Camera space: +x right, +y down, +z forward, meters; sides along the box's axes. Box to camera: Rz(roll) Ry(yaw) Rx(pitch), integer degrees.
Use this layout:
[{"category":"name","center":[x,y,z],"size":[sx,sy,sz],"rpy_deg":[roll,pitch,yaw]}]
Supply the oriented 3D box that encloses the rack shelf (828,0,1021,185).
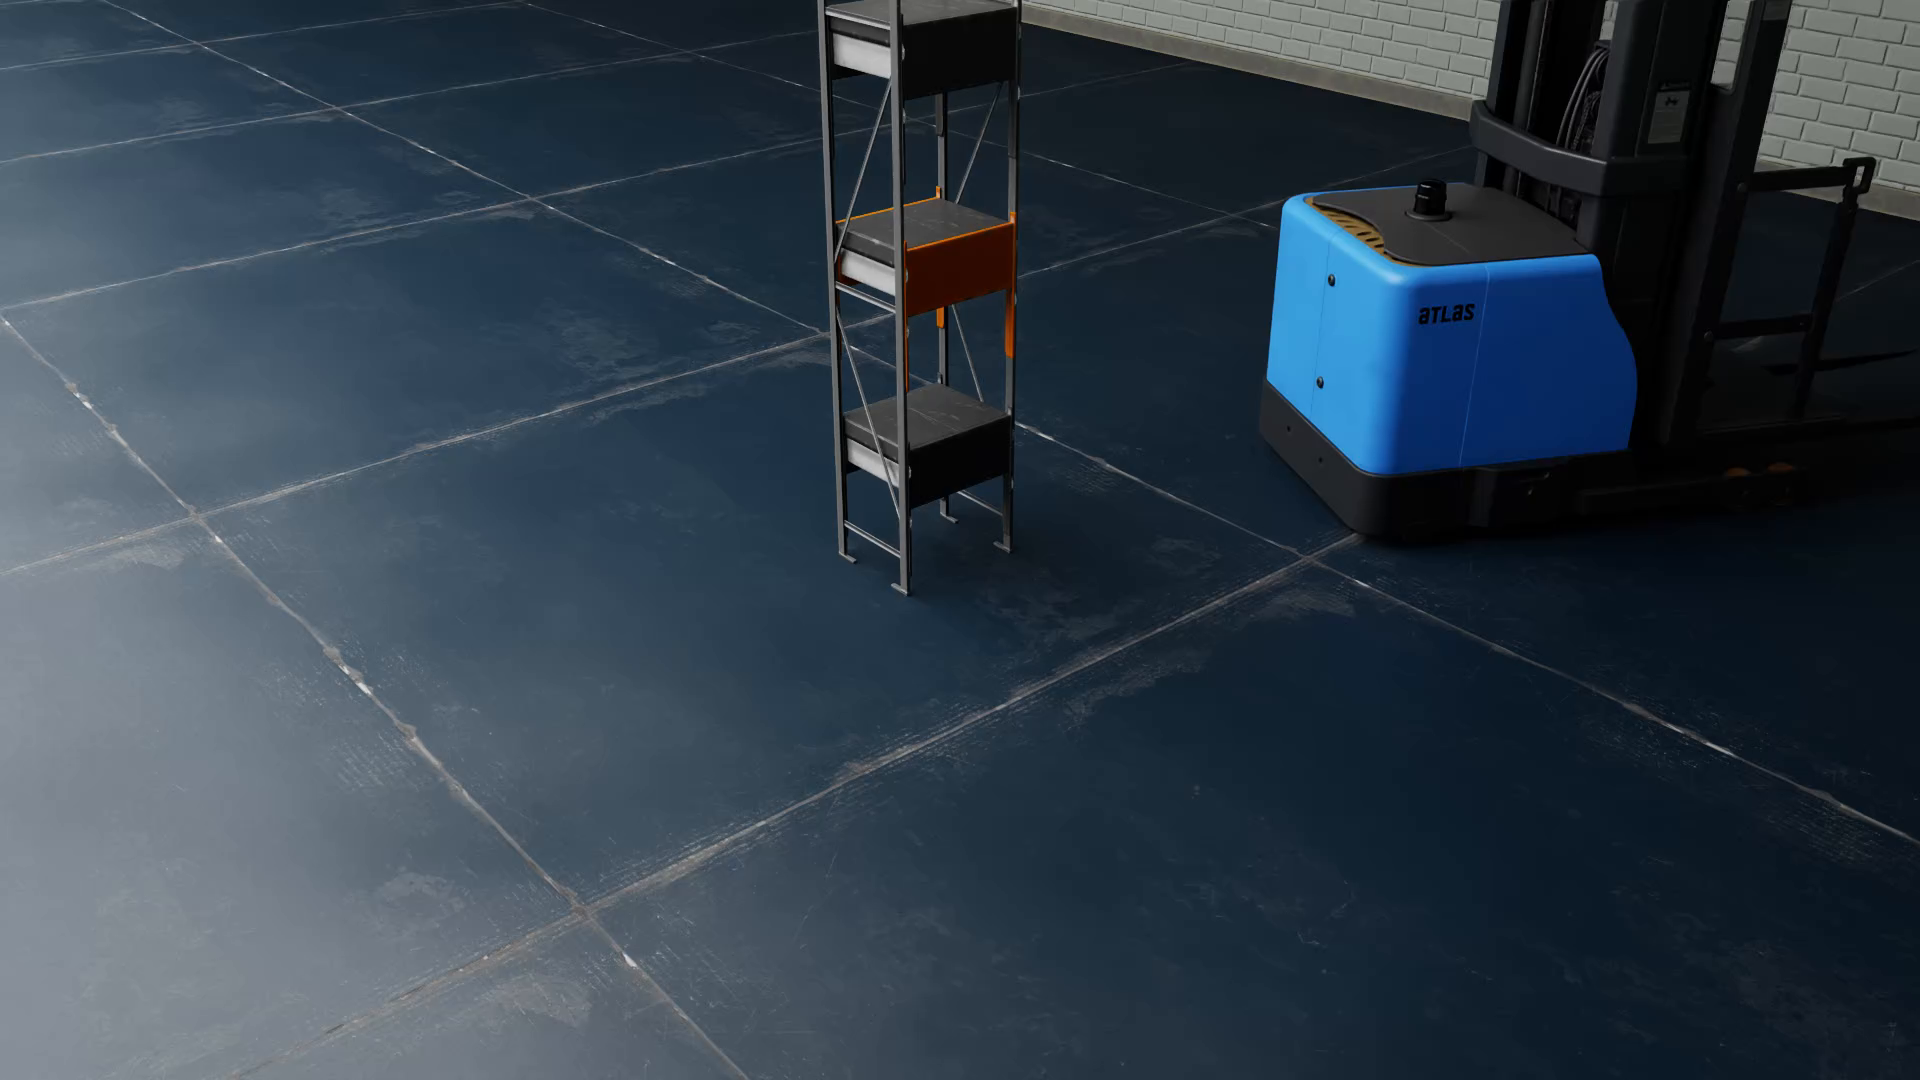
[{"category":"rack shelf","center":[-0.126,-1.481,5.337],"size":[0.480,0.518,0.431],"rpy_deg":[-22,35,-35]}]

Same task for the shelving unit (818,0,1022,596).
[{"category":"shelving unit","center":[-0.126,-0.875,5.660],"size":[0.503,2.100,0.431],"rpy_deg":[-22,35,-35]}]

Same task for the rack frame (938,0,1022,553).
[{"category":"rack frame","center":[0.060,-0.950,5.800],"size":[0.015,2.100,0.400],"rpy_deg":[-22,35,-35]}]

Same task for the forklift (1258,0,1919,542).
[{"category":"forklift","center":[2.818,-1.641,6.212],"size":[3.031,2.935,1.130],"rpy_deg":[-6,29,-12]}]

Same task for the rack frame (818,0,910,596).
[{"category":"rack frame","center":[-0.312,-0.801,5.521],"size":[0.015,2.100,0.400],"rpy_deg":[-22,35,-35]}]

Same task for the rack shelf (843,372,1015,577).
[{"category":"rack shelf","center":[-0.126,-0.246,5.997],"size":[0.480,0.518,0.431],"rpy_deg":[-22,35,-35]}]

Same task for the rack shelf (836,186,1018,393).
[{"category":"rack shelf","center":[-0.126,-0.863,5.667],"size":[0.480,0.518,0.431],"rpy_deg":[-22,35,-35]}]
